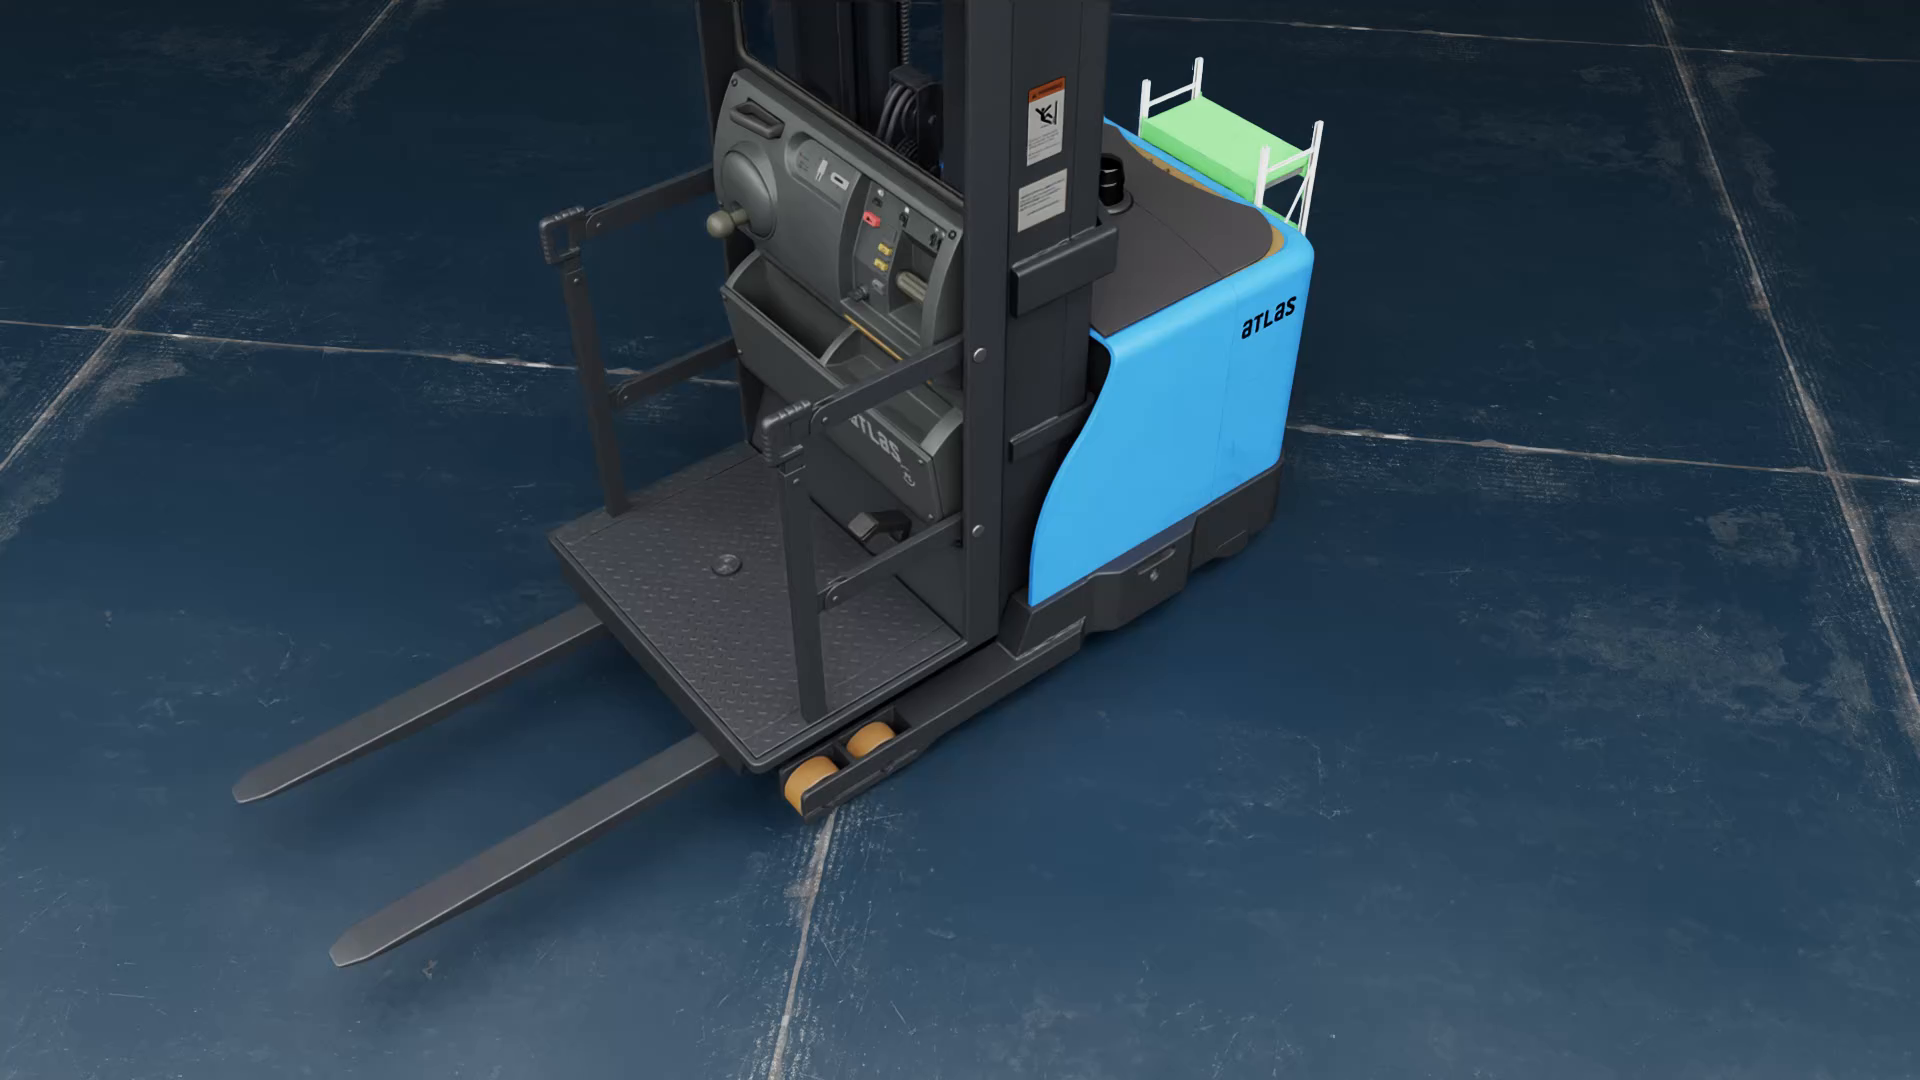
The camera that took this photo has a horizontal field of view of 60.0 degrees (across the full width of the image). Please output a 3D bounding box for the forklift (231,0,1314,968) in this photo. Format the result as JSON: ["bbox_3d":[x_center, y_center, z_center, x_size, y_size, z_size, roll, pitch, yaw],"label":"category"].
[{"bbox_3d":[-0.474,-0.733,3.893,3.031,2.935,1.130,-29,50,-27],"label":"forklift"}]

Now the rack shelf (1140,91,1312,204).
[{"bbox_3d":[0.793,-1.148,4.985,0.258,0.148,0.480,-29,50,-27],"label":"rack shelf"}]

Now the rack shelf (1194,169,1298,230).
[{"bbox_3d":[0.793,-0.974,5.149,0.258,0.148,0.480,-29,50,-27],"label":"rack shelf"}]

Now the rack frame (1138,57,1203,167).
[{"bbox_3d":[0.641,-0.977,5.409,0.240,1.200,0.015,-29,50,-27],"label":"rack frame"}]

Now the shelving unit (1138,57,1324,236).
[{"bbox_3d":[0.793,-0.846,5.271,0.258,1.200,0.503,-29,50,-27],"label":"shelving unit"}]

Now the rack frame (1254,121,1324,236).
[{"bbox_3d":[0.945,-0.715,5.132,0.240,1.200,0.015,-29,50,-27],"label":"rack frame"}]
